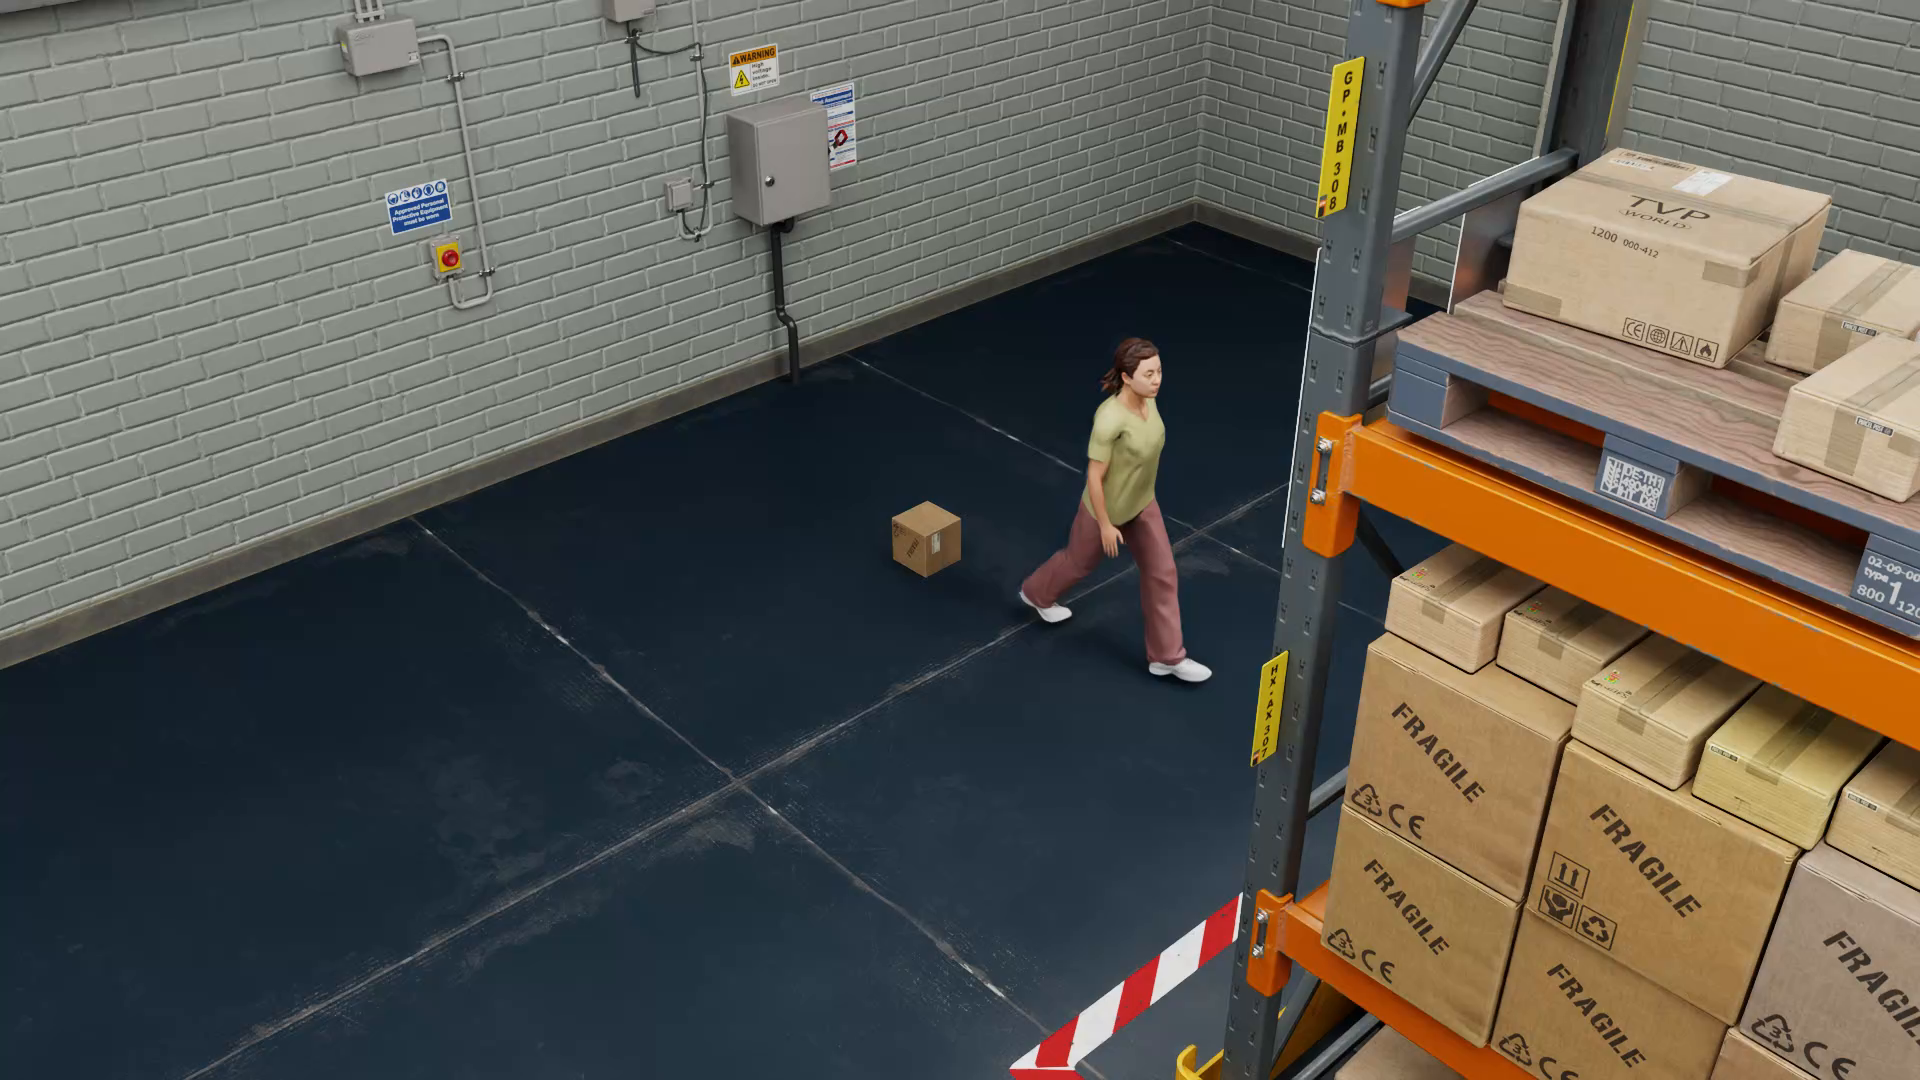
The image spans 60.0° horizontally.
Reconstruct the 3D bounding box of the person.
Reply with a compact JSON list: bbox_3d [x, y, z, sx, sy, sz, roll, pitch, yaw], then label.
[{"bbox_3d":[0.719,-0.151,7.390,1.002,1.629,0.457,26,40,35],"label":"person"}]
